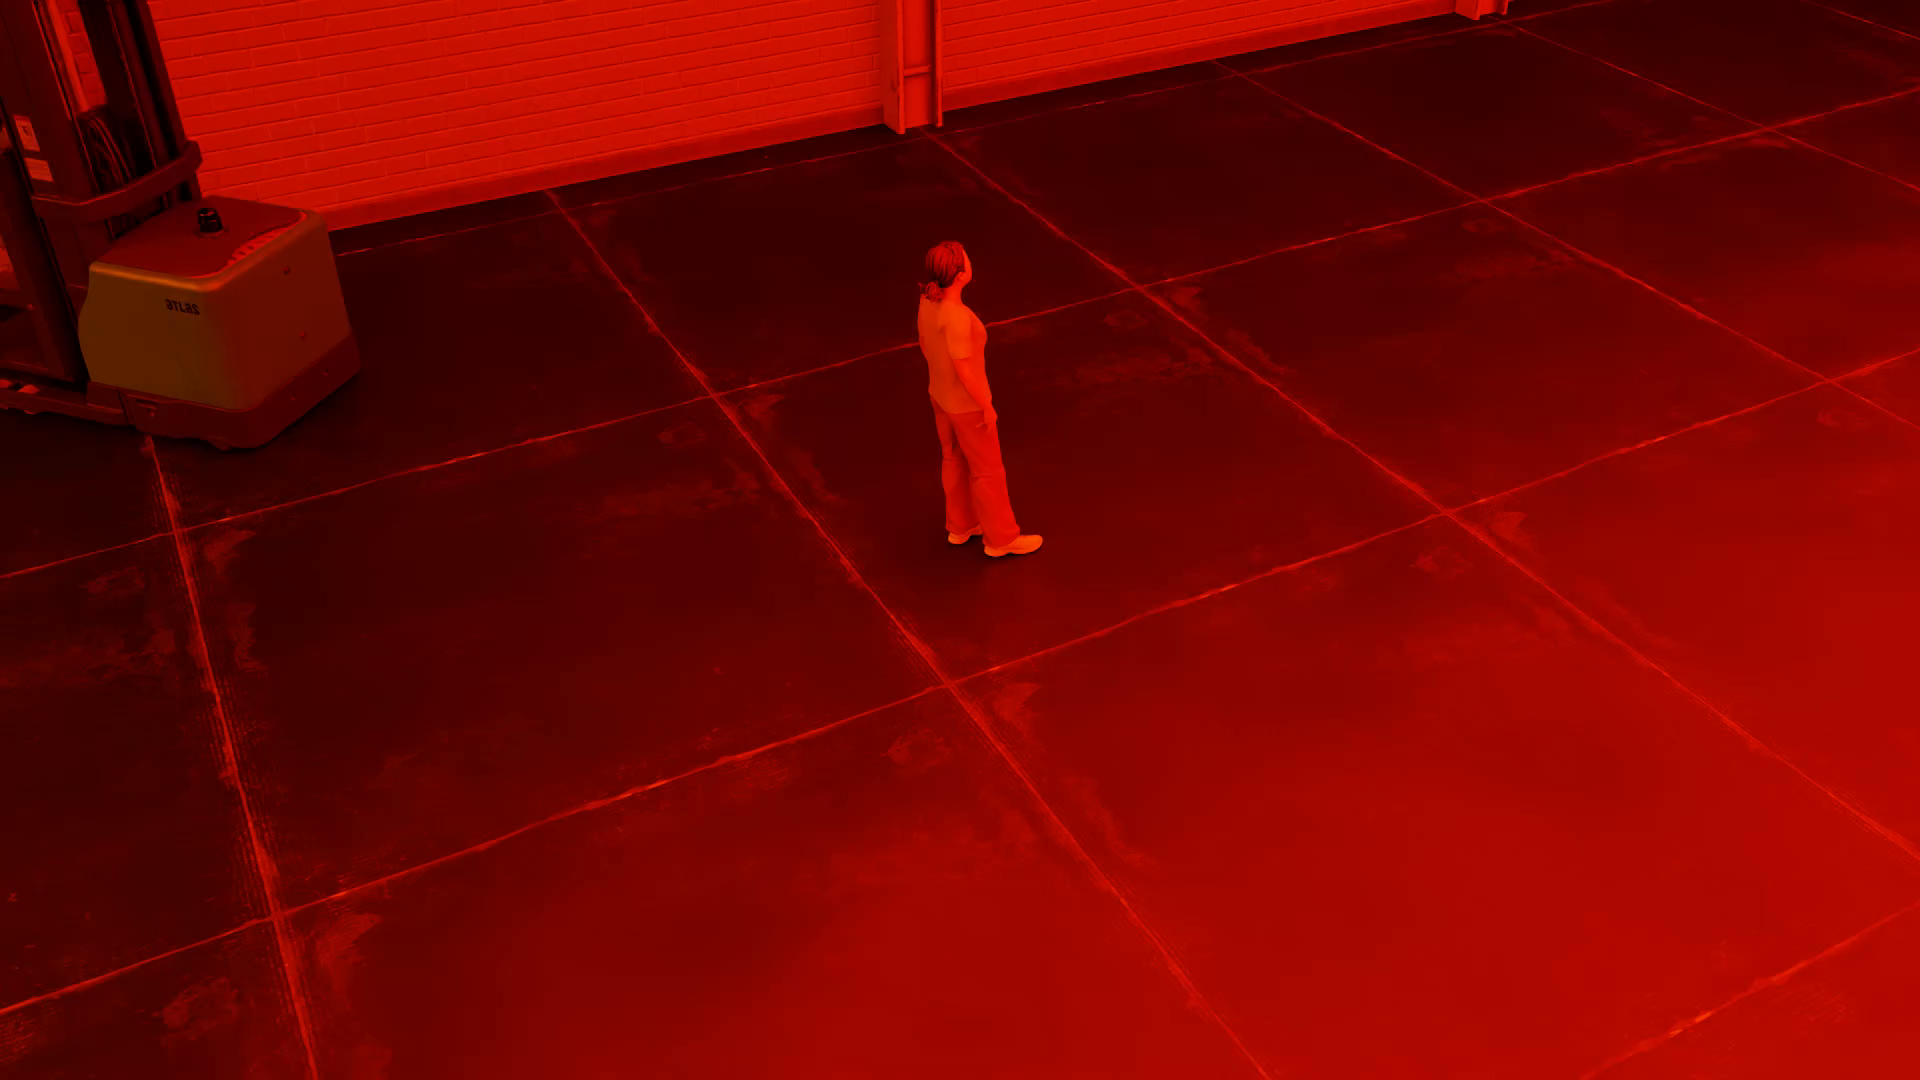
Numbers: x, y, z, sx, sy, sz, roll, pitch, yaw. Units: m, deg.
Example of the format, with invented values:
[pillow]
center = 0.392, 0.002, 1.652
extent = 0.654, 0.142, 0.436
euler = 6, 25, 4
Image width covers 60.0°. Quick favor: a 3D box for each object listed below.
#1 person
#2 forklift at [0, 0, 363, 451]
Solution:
[person]
center = 0.071, -0.705, 8.194
extent = 0.548, 1.673, 0.553
euler = -17, 39, -23
[forklift]
center = -5.167, -2.204, 9.241
extent = 3.031, 2.935, 1.130
euler = 11, 37, 16
